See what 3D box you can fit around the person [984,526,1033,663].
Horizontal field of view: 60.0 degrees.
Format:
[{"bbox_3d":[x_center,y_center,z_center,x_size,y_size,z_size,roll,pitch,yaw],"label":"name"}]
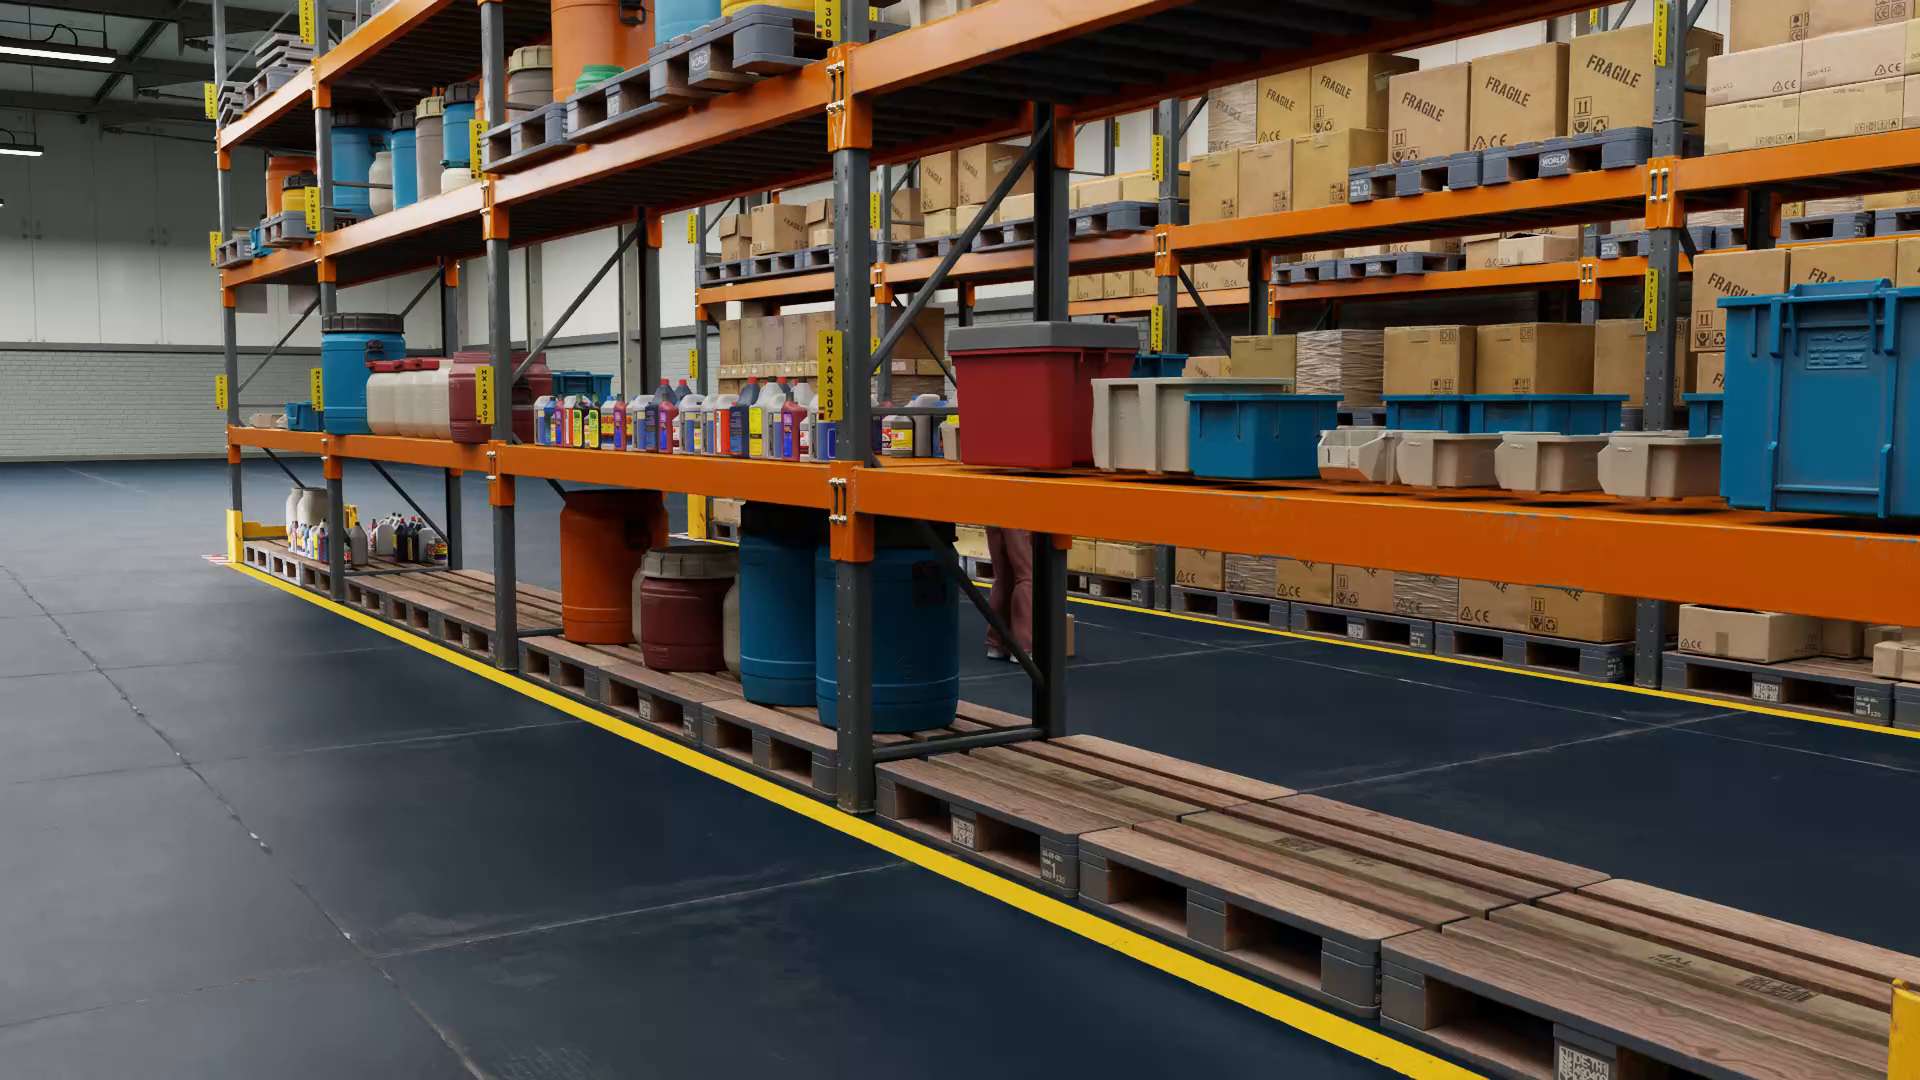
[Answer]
[{"bbox_3d":[0.326,-0.117,9.957,0.360,1.672,0.497,-3,6,-34],"label":"person"}]
